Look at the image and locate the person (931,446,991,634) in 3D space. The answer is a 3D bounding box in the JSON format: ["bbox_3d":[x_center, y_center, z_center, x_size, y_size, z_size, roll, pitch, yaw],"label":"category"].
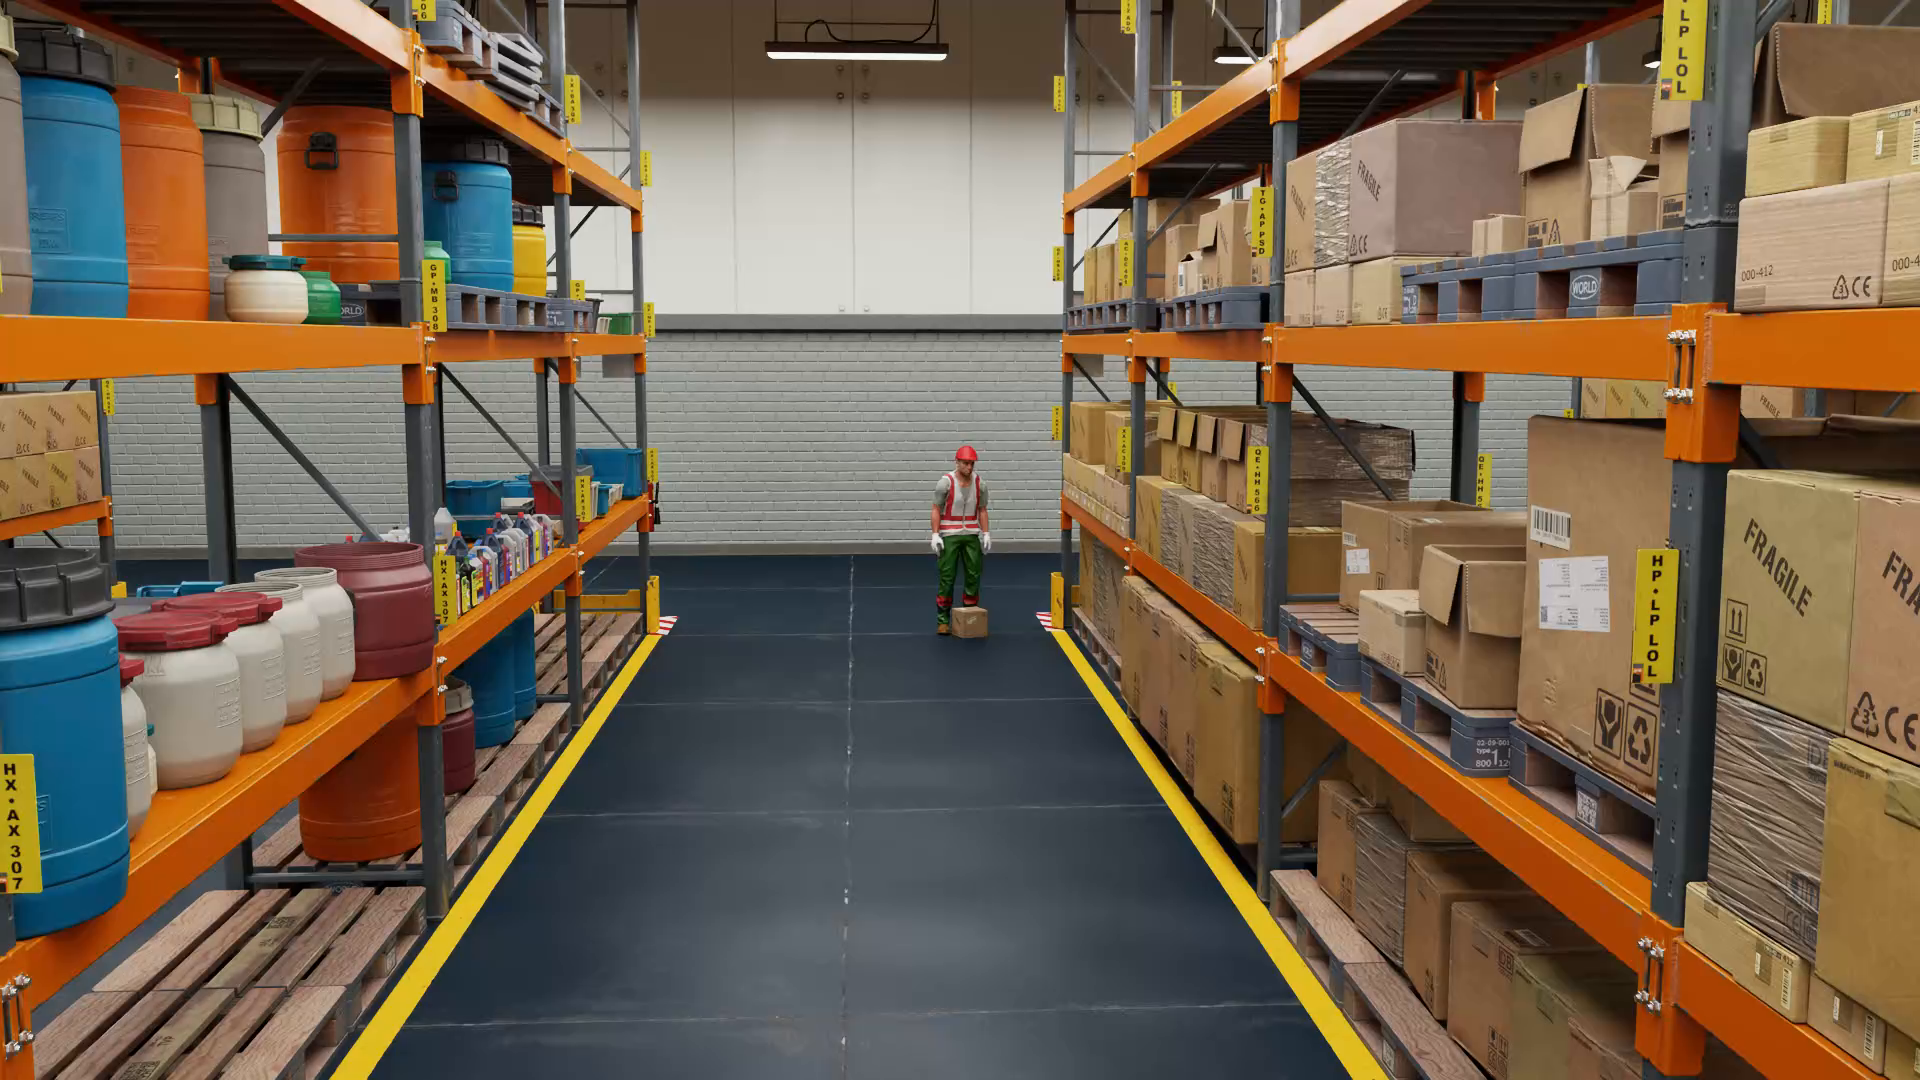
[{"bbox_3d":[0.010,-0.009,15.754,0.610,1.778,0.449,-3,7,-21],"label":"person"}]
